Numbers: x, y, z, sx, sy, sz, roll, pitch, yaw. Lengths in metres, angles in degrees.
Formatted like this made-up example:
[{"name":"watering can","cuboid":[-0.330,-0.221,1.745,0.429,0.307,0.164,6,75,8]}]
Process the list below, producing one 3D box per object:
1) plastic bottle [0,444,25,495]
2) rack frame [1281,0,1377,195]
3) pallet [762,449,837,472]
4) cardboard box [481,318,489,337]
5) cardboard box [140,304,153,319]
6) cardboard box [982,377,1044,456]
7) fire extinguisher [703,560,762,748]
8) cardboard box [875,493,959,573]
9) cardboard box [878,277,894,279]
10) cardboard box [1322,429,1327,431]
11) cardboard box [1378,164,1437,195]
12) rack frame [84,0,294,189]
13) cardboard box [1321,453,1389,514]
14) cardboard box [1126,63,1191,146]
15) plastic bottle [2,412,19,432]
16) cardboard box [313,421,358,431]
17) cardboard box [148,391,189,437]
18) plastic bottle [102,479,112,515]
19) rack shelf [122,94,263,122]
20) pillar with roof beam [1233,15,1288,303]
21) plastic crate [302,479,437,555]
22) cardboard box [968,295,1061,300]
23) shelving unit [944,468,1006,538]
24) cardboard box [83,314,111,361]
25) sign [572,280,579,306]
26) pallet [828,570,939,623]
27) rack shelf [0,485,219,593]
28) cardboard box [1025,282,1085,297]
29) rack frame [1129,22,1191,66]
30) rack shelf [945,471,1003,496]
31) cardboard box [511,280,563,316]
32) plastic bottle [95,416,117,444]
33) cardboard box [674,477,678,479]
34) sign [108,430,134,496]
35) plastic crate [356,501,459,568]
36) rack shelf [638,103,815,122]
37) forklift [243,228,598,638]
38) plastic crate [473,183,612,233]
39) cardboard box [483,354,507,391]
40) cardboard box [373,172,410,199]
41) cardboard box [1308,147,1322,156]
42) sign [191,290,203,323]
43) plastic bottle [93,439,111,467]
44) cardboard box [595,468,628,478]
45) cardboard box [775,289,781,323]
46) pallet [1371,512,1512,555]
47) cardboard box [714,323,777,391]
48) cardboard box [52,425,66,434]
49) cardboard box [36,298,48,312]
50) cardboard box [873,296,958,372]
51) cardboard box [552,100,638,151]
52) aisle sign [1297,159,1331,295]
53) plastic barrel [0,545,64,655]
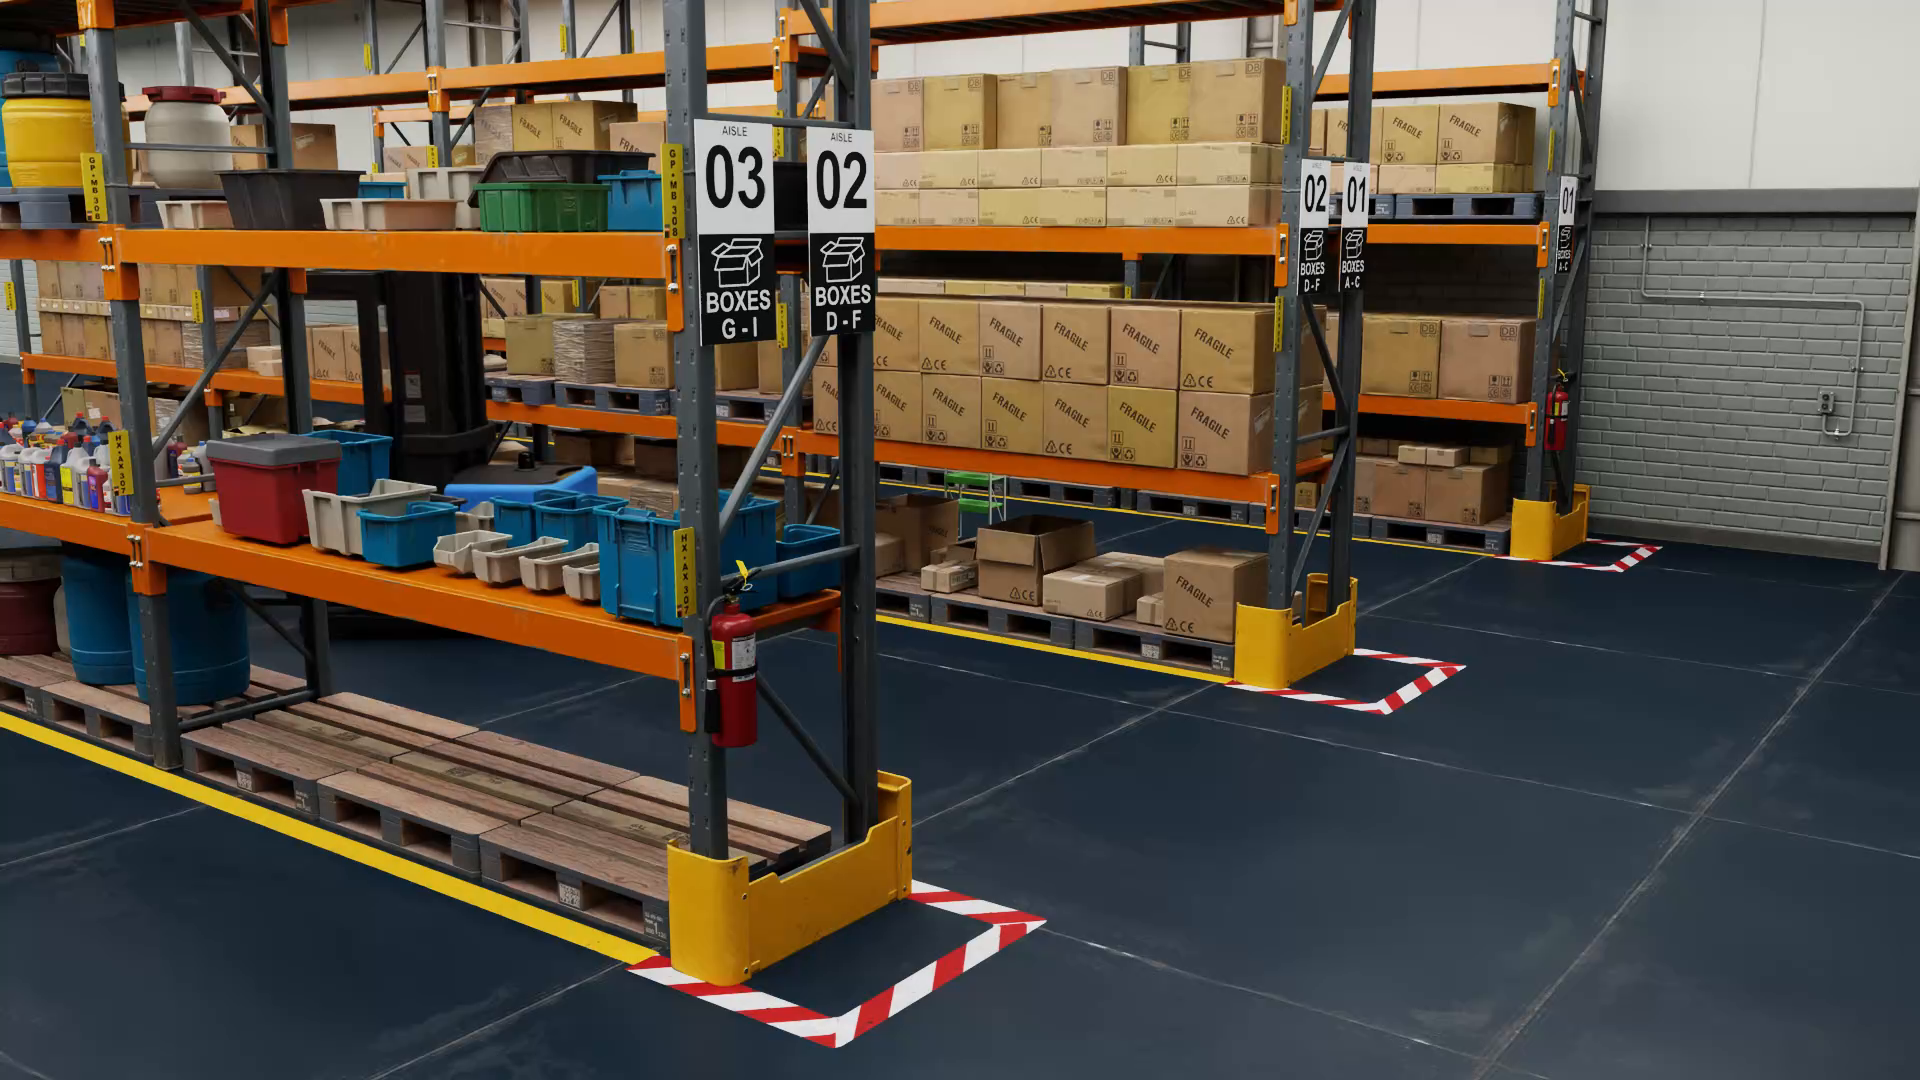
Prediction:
[{"name":"plastic bottle","cuboid":[-5.422,-0.409,9.575,0.135,0.276,0.152,8,13,36]},{"name":"rack frame","cuboid":[2.242,-3.590,9.895,0.127,3.000,1.000,8,13,36]},{"name":"pallet","cuboid":[-1.906,-1.022,19.756,1.213,0.211,1.003,8,13,36]},{"name":"cardboard box","cuboid":[-6.279,-2.863,22.276,0.500,0.250,0.500,8,14,36]},{"name":"cardboard box","cuboid":[-8.595,-2.474,17.948,0.250,0.149,0.380,8,13,35]},{"name":"cardboard box","cuboid":[0.495,-0.874,11.386,0.500,0.500,0.500,8,13,35]},{"name":"fire extinguisher","cuboid":[-0.840,0.421,6.143,0.183,0.674,0.296,8,13,36]},{"name":"cardboard box","cuboid":[-0.355,-0.062,12.878,0.500,0.500,0.500,8,13,36]},{"name":"cardboard box","cuboid":[-1.040,-2.782,18.440,0.500,0.250,0.500,8,14,37]},{"name":"cardboard box","cuboid":[3.332,-0.980,15.968,0.250,0.149,0.380,8,14,36]},{"name":"cardboard box","cuboid":[4.003,-3.158,14.584,0.500,0.250,0.500,7,13,33]},{"name":"rack frame","cuboid":[-3.917,-3.282,8.302,0.127,3.000,1.000,8,13,36]},{"name":"cardboard box","cuboid":[3.739,-0.558,15.494,0.500,0.500,0.700,7,13,34]},{"name":"cardboard box","cuboid":[1.465,-2.782,10.718,0.500,0.500,0.700,8,13,36]},{"name":"plastic bottle","cuboid":[-6.376,-0.723,11.176,0.133,0.283,0.061,8,13,36]},{"name":"cardboard box","cuboid":[-6.511,-1.066,17.300,0.500,0.311,0.500,8,14,37]},{"name":"cardboard box","cuboid":[-8.735,-1.350,18.272,0.500,0.500,0.500,8,13,36]},{"name":"plastic bottle","cuboid":[-4.536,-0.243,8.909,0.097,0.201,0.097,0,11,0]},{"name":"rack shelf","cuboid":[-9.042,-4.614,18.137,4.000,0.370,1.077,8,13,36]},{"name":"pillar with roof beam","cuboid":[0.475,-4.193,13.013,0.400,9.000,9.100,8,13,36]},{"name":"plastic crate","cuboid":[-2.795,-0.108,7.844,0.530,0.282,0.437,8,13,36]},{"name":"cardboard box","cuboid":[0.399,-1.503,12.007,0.500,0.500,0.500,8,14,36]},{"name":"shelving unit","cuboid":[0.133,-0.570,14.820,0.503,1.200,0.258,8,13,36]},{"name":"cardboard box","cuboid":[-9.463,-2.323,18.877,0.500,0.500,0.700,8,14,36]},{"name":"sign","cuboid":[-4.816,-3.094,20.844,0.005,0.325,0.100,8,13,36]},{"name":"pallet","cuboid":[-0.429,0.352,12.654,1.213,0.211,1.003,8,13,36]},{"name":"rack shelf","cuboid":[-5.529,-0.208,10.102,4.000,0.370,1.077,8,13,36]},{"name":"cardboard box","cuboid":[1.013,-2.499,16.974,0.500,0.250,0.500,8,14,37]},{"name":"rack frame","cuboid":[1.947,-4.799,16.141,0.127,3.000,1.000,8,13,36]},{"name":"rack shelf","cuboid":[0.133,-0.508,14.832,0.480,0.148,0.258,8,13,36]},{"name":"cardboard box","cuboid":[-5.471,-3.118,21.617,0.500,0.500,0.500,8,13,35]},{"name":"plastic bottle","cuboid":[-5.281,-0.593,10.329,0.185,0.351,0.144,8,13,36]},{"name":"cardboard box","cuboid":[-2.063,-0.290,14.056,0.500,0.500,0.500,8,14,36]},{"name":"sign","cuboid":[-4.244,-0.388,8.411,0.005,0.325,0.100,8,13,36]},{"name":"plastic crate","cuboid":[-2.500,-0.026,7.548,0.300,0.233,0.416,8,13,36]},{"name":"rack shelf","cuboid":[-2.889,-4.924,19.735,4.000,0.370,1.077,8,13,36]},{"name":"forklift","cuboid":[-4.181,-0.862,11.768,3.031,2.935,1.130,1,11,4]},{"name":"plastic crate","cuboid":[-1.657,-1.323,6.629,0.336,0.188,0.450,8,13,36]},{"name":"cardboard box","cuboid":[-4.473,-1.548,15.368,0.500,0.311,0.500,9,14,39]},{"name":"cardboard box","cuboid":[-5.038,-3.248,15.313,0.500,0.250,0.500,8,14,37]},{"name":"cardboard box","cuboid":[1.982,-2.387,10.651,0.500,0.250,0.500,8,13,36]},{"name":"sign","cuboid":[-7.757,-2.373,16.908,0.005,0.325,0.100,8,13,36]},{"name":"plastic bottle","cuboid":[-4.766,-0.388,9.266,0.185,0.351,0.144,8,13,36]},{"name":"cardboard box","cuboid":[-3.182,-0.323,14.223,0.500,0.500,0.500,8,13,35]},{"name":"cardboard box","cuboid":[-2.128,-2.678,19.553,0.500,0.500,0.700,6,13,30]},{"name":"pallet","cuboid":[4.480,-0.112,15.054,1.213,0.211,1.003,8,13,36]},{"name":"cardboard box","cuboid":[-1.823,-1.505,13.541,0.700,0.500,0.500,-11,15,-44]},{"name":"cardboard box","cuboid":[-10.354,-1.205,19.496,0.500,0.250,0.500,8,13,36]},{"name":"cardboard box","cuboid":[-10.465,-2.734,19.293,0.250,0.149,0.380,8,13,35]},{"name":"cardboard box","cuboid":[-0.353,-1.480,11.889,0.500,0.500,0.500,7,13,34]},{"name":"cardboard box","cuboid":[-3.036,-3.392,13.873,0.500,0.500,0.500,8,13,36]},{"name":"aisle sign","cuboid":[2.116,-1.866,9.936,0.004,0.787,0.394,8,13,36]},{"name":"plastic barrel","cuboid":[-5.826,0.371,10.458,0.708,0.588,0.600,8,13,36]}]
